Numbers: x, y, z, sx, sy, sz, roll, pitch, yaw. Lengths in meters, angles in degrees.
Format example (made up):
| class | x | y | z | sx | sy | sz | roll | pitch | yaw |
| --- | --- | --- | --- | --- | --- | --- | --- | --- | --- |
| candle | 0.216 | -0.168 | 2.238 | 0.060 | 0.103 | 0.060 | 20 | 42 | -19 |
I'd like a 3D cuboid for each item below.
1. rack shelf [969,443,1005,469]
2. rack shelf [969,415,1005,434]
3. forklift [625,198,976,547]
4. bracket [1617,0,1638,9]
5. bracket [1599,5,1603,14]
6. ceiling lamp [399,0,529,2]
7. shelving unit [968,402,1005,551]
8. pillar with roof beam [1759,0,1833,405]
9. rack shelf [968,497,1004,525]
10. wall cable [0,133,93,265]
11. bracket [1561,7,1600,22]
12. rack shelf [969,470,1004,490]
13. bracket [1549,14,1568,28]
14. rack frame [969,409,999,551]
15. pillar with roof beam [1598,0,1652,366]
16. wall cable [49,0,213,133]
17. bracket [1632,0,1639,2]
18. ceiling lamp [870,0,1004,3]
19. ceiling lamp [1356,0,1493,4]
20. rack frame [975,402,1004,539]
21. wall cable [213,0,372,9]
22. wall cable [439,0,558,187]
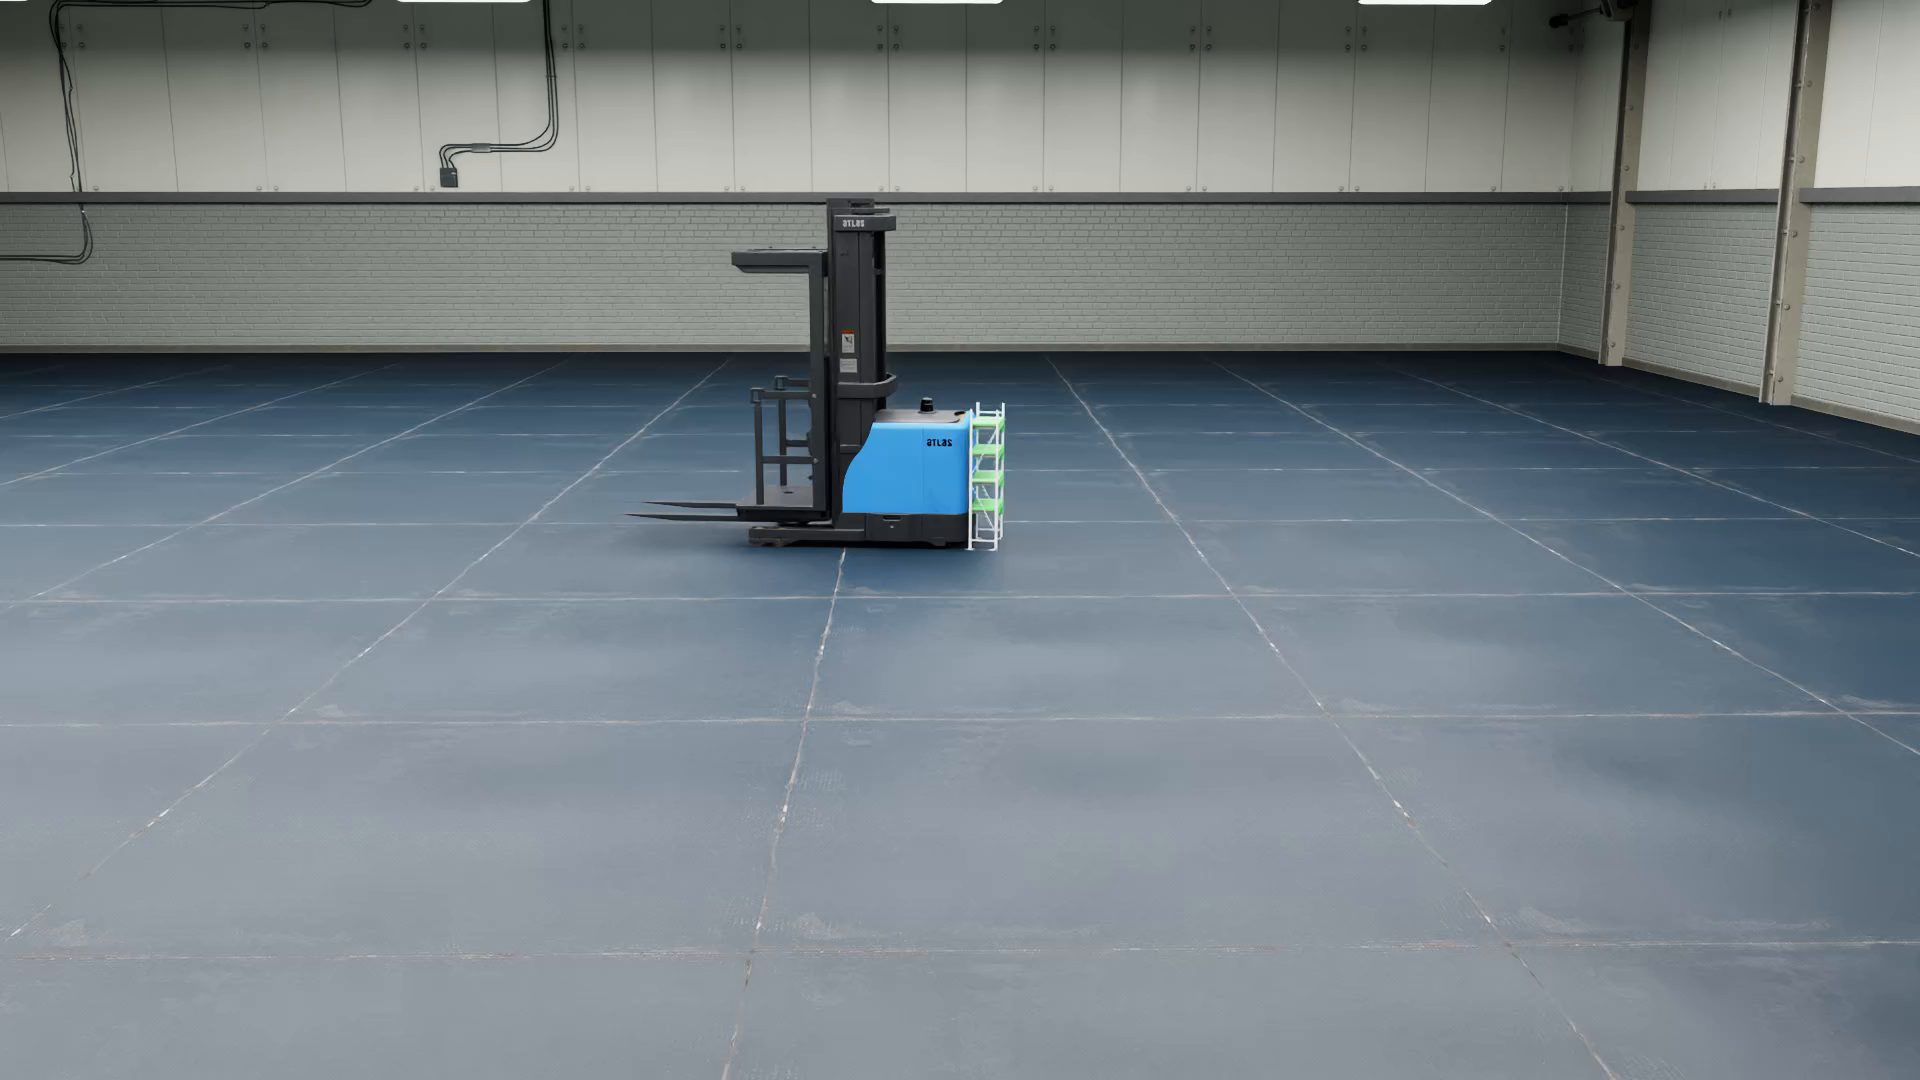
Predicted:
| class | x | y | z | sx | sy | sz | roll | pitch | yaw |
| --- | --- | --- | --- | --- | --- | --- | --- | --- | --- |
| rack shelf | 0.231 | -0.722 | 14.210 | 0.258 | 0.148 | 0.480 | 2 | 12 | 7 |
| rack shelf | 0.233 | -0.958 | 14.162 | 0.258 | 0.148 | 0.480 | 2 | 12 | 7 |
| forklift | -1.398 | -1.480 | 14.482 | 3.031 | 2.935 | 1.130 | 1 | 12 | 6 |
| bracket | 11.523 | -9.290 | 28.666 | 0.235 | 0.232 | 0.430 | 0 | 11 | -1 |
| bracket | 11.506 | -9.455 | 29.479 | 0.235 | 0.232 | 0.430 | 0 | 11 | -1 |
| ceiling lamp | -7.407 | -9.623 | 24.679 | 2.000 | 3.185 | 0.800 | 0 | 11 | -1 |
| shelving unit | 0.229 | -0.550 | 14.245 | 0.258 | 1.200 | 0.503 | 2 | 12 | 7 |
| pillar with roof beam | 7.689 | -6.400 | 23.471 | 9.100 | 9.000 | 0.400 | 0 | 11 | -1 |
| rack shelf | 0.227 | -0.252 | 14.306 | 0.258 | 0.148 | 0.480 | 2 | 12 | 7 |
| wall cable | -18.363 | -6.550 | 32.022 | 3.097 | 2.526 | 0.112 | 0 | 11 | -1 |
| bracket | 11.469 | -9.809 | 31.222 | 0.076 | 0.066 | 3.189 | 0 | 11 | -1 |
| rack shelf | 0.229 | -0.487 | 14.258 | 0.258 | 0.148 | 0.480 | 2 | 12 | 7 |
| bracket | 11.457 | -9.926 | 31.801 | 0.235 | 0.232 | 0.430 | 0 | 11 | -1 |
| rack frame | 0.200 | -0.502 | 14.008 | 0.240 | 1.200 | 0.015 | 2 | 12 | 7 |
| pillar with roof beam | 7.565 | -7.592 | 29.350 | 9.100 | 9.000 | 0.548 | 0 | 11 | -1 |
| wall cable | -15.658 | -9.036 | 31.574 | 3.097 | 2.526 | 0.112 | 0 | 11 | -1 |
| bracket | 11.576 | -8.778 | 26.141 | 0.076 | 0.066 | 4.783 | 0 | 11 | -1 |
| ceiling lamp | -0.349 | -9.652 | 24.822 | 2.000 | 3.185 | 0.800 | 0 | 11 | -1 |
| ceiling lamp | 6.990 | -9.682 | 24.970 | 2.000 | 3.185 | 0.800 | 0 | 11 | -1 |
| rack frame | 0.259 | -0.598 | 14.483 | 0.240 | 1.200 | 0.015 | 2 | 12 | 7 |
| wall cable | -12.564 | -11.278 | 31.185 | 3.097 | 2.526 | 0.112 | 0 | 11 | -1 |
| wall cable | -8.871 | -9.774 | 31.551 | 2.305 | 6.003 | 0.169 | 0 | 11 | -1 |
